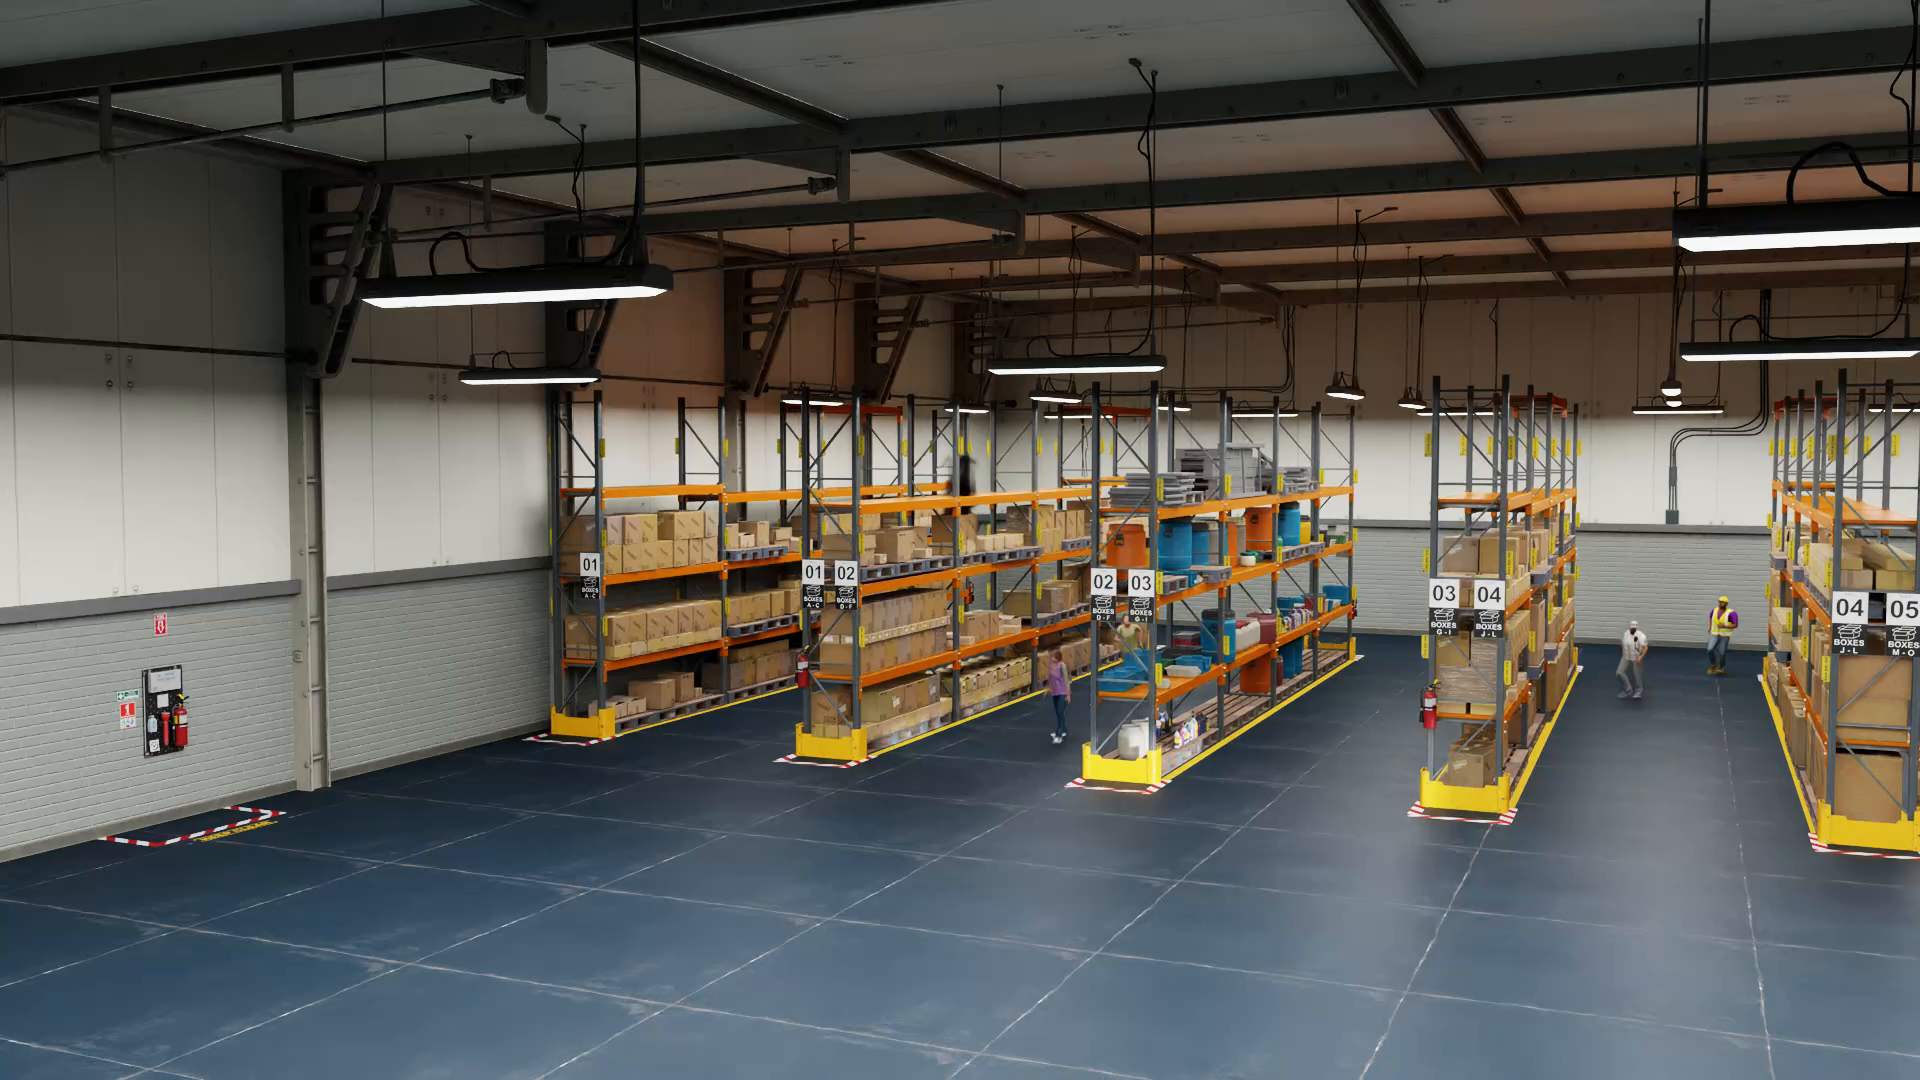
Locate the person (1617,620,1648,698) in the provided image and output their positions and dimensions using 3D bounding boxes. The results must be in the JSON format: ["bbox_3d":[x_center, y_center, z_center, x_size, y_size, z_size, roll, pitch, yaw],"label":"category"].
[{"bbox_3d":[13.412,2.363,33.051,0.586,1.601,0.740,3,4,44],"label":"person"}]

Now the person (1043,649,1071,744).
[{"bbox_3d":[1.702,2.660,28.392,0.608,1.612,0.639,-2,4,-37],"label":"person"}]

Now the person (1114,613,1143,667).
[{"bbox_3d":[3.466,2.295,34.204,0.580,1.641,0.939,1,3,10],"label":"person"}]

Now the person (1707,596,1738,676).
[{"bbox_3d":[16.726,2.112,36.516,0.677,1.756,0.643,3,4,41],"label":"person"}]
